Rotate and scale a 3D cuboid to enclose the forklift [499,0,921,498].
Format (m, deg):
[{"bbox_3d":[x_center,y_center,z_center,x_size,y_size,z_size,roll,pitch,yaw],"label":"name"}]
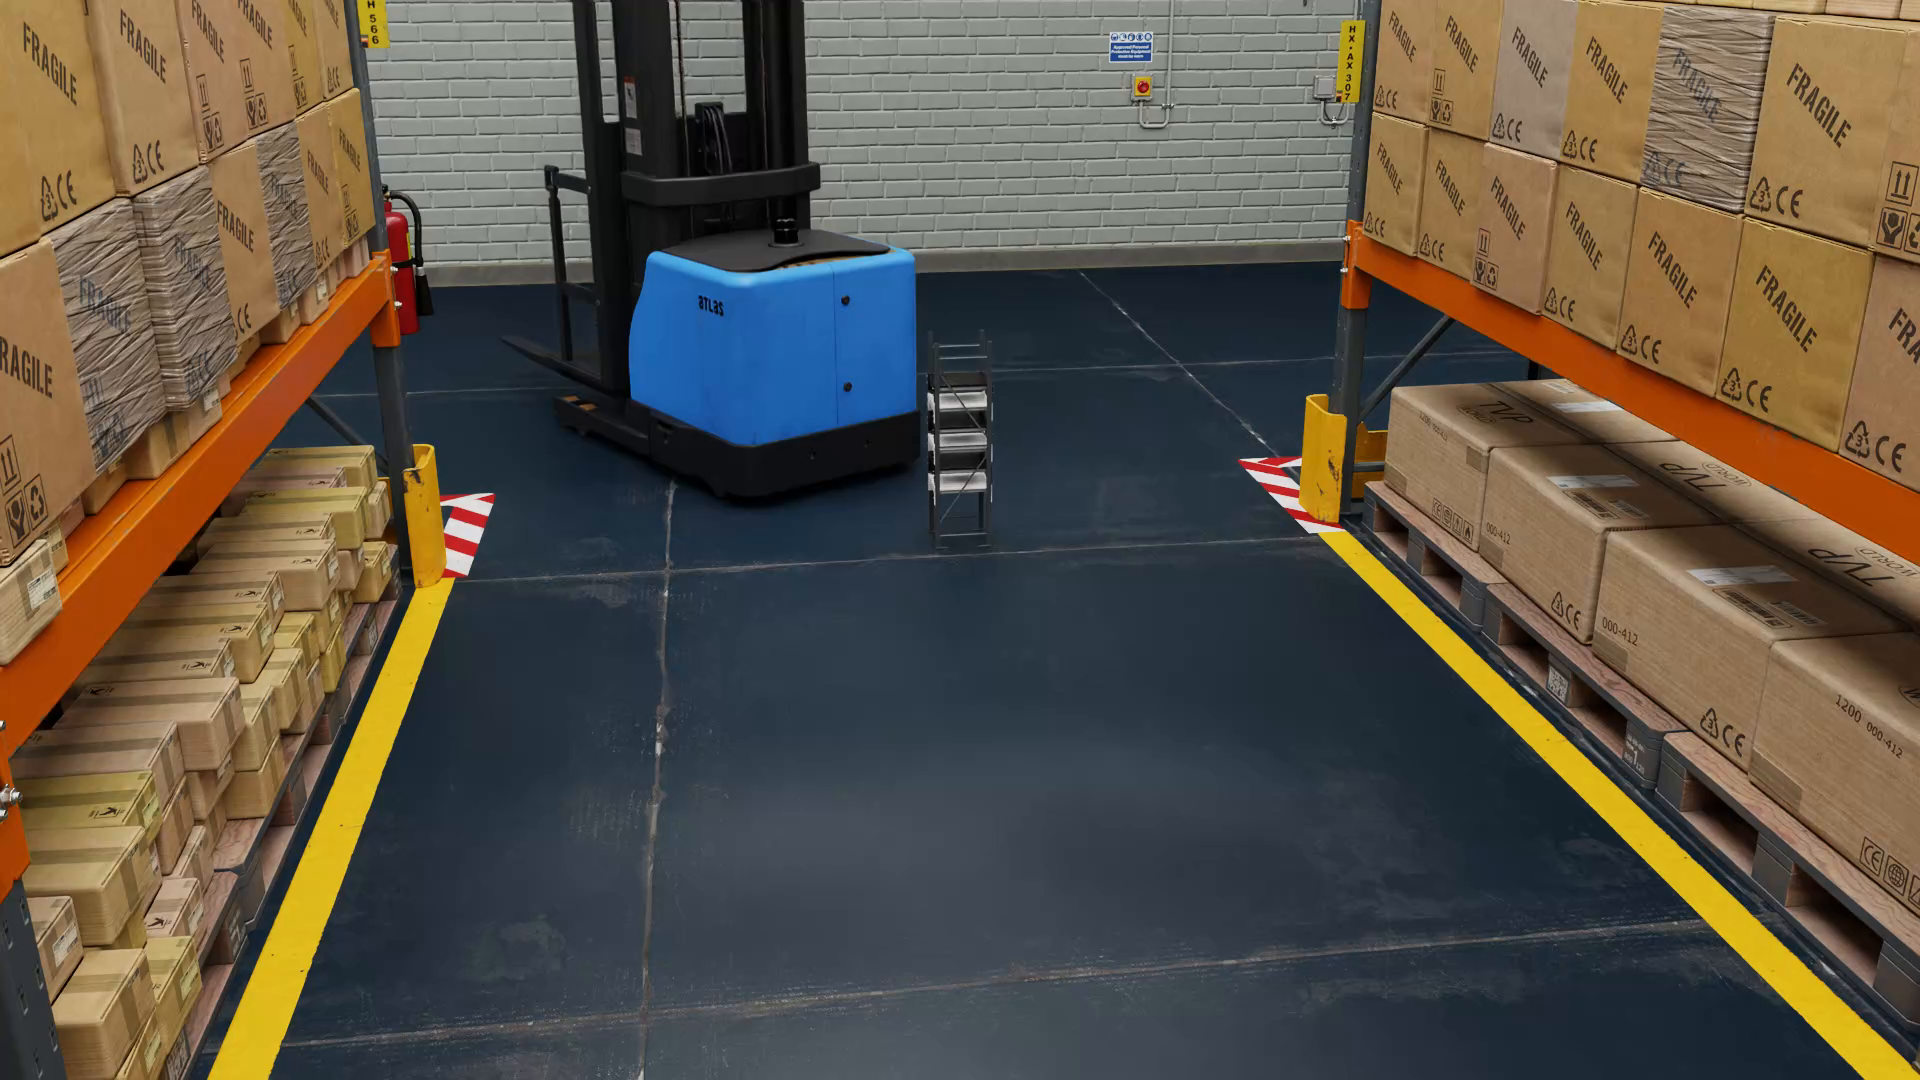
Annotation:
[{"bbox_3d":[-1.503,-2.013,8.418,1.130,2.935,3.031,-16,26,-36],"label":"forklift"}]

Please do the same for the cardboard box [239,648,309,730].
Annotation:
[{"bbox_3d":[-2.115,0.438,4.804,0.380,0.149,0.250,-3,21,-7],"label":"cardboard box"}]

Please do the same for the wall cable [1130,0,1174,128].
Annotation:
[{"bbox_3d":[1.324,-3.998,12.136,0.585,1.953,0.123,-3,21,-8],"label":"wall cable"}]

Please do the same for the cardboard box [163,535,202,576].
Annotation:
[{"bbox_3d":[-2.796,0.100,5.710,0.380,0.149,0.250,-3,21,-7],"label":"cardboard box"}]

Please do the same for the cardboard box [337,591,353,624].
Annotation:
[{"bbox_3d":[-2.351,0.219,5.818,0.380,0.149,0.250,-3,21,-8],"label":"cardboard box"}]

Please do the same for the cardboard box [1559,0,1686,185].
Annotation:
[{"bbox_3d":[2.184,-1.362,5.003,0.500,0.500,0.500,-3,21,-8],"label":"cardboard box"}]

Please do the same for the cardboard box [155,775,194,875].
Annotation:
[{"bbox_3d":[-2.115,0.712,4.072,0.380,0.149,0.250,-4,21,-11],"label":"cardboard box"}]

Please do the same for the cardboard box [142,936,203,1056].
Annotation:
[{"bbox_3d":[-1.920,1.018,3.678,0.380,0.149,0.250,-2,21,-6],"label":"cardboard box"}]

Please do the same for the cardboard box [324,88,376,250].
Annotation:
[{"bbox_3d":[-2.404,-1.315,5.882,0.500,0.500,0.500,-2,21,-7],"label":"cardboard box"}]

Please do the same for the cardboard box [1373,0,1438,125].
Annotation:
[{"bbox_3d":[1.948,-1.891,6.420,0.500,0.500,0.500,-3,21,-9],"label":"cardboard box"}]

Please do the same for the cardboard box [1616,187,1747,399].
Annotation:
[{"bbox_3d":[2.250,-0.717,4.706,0.500,0.500,0.500,-3,21,-9],"label":"cardboard box"}]

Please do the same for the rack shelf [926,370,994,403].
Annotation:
[{"bbox_3d":[-0.001,-0.646,6.983,0.258,0.077,0.200,-3,21,-8],"label":"rack shelf"}]

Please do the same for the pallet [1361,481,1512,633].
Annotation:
[{"bbox_3d":[2.353,0.023,6.853,1.003,0.211,1.213,-3,21,-8],"label":"pallet"}]

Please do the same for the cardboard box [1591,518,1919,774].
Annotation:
[{"bbox_3d":[2.623,0.300,5.189,0.875,0.438,0.875,-4,21,-9],"label":"cardboard box"}]

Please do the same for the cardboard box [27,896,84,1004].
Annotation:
[{"bbox_3d":[-1.992,0.844,3.294,0.380,0.149,0.250,-2,21,-6],"label":"cardboard box"}]

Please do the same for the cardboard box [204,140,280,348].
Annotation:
[{"bbox_3d":[-2.191,-0.788,4.471,0.500,0.500,0.500,-2,21,-5],"label":"cardboard box"}]

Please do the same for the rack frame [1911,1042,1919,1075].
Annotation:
[{"bbox_3d":[2.737,-0.171,3.387,1.000,3.000,0.127,-3,21,-8],"label":"rack frame"}]

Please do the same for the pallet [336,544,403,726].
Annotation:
[{"bbox_3d":[-2.631,0.344,5.993,1.003,0.211,1.213,-3,21,-8],"label":"pallet"}]

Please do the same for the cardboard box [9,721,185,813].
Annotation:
[{"bbox_3d":[-2.118,0.571,4.024,0.380,0.149,0.250,-3,21,-9],"label":"cardboard box"}]

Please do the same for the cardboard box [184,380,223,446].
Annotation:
[{"bbox_3d":[-2.102,-0.337,4.190,0.380,0.149,0.250,-2,21,-5],"label":"cardboard box"}]

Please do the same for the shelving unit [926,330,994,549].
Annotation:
[{"bbox_3d":[-0.001,-0.424,7.066,0.258,0.900,0.210,-3,21,-8],"label":"shelving unit"}]

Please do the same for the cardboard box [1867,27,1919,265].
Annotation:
[{"bbox_3d":[2.396,-0.836,3.595,0.500,0.500,0.500,-3,21,-8],"label":"cardboard box"}]

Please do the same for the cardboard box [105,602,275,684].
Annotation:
[{"bbox_3d":[-2.192,0.301,4.746,0.380,0.149,0.250,-3,21,-7],"label":"cardboard box"}]

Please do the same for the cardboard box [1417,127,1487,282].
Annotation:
[{"bbox_3d":[2.046,-1.249,6.129,0.500,0.500,0.500,-3,21,-9],"label":"cardboard box"}]

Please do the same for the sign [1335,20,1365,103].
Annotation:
[{"bbox_3d":[1.610,-1.973,6.861,0.100,0.325,0.005,-3,21,-8],"label":"sign"}]

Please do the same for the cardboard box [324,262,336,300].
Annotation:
[{"bbox_3d":[-2.347,-0.881,5.647,0.380,0.149,0.250,-3,21,-8],"label":"cardboard box"}]

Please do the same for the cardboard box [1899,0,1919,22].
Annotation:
[{"bbox_3d":[2.421,-1.264,3.815,0.380,0.149,0.250,-3,21,-8],"label":"cardboard box"}]

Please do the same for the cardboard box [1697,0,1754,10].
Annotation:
[{"bbox_3d":[2.256,-1.527,4.518,0.380,0.149,0.250,-3,21,-9],"label":"cardboard box"}]

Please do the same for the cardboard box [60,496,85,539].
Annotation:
[{"bbox_3d":[-2.065,-0.059,3.446,0.380,0.149,0.250,-4,21,-10],"label":"cardboard box"}]

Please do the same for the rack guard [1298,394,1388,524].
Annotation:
[{"bbox_3d":[2.157,-0.393,7.555,1.175,0.500,0.348,-3,21,-8],"label":"rack guard"}]

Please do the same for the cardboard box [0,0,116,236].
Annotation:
[{"bbox_3d":[-2.061,-0.888,3.310,0.500,0.500,0.500,-4,21,-9],"label":"cardboard box"}]

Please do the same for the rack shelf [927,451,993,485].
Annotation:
[{"bbox_3d":[-0.001,-0.309,7.109,0.258,0.077,0.200,-3,21,-8],"label":"rack shelf"}]

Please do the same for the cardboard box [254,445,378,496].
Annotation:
[{"bbox_3d":[-2.396,-0.241,6.198,0.380,0.149,0.250,-3,21,-7],"label":"cardboard box"}]

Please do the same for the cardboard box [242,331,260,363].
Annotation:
[{"bbox_3d":[-2.298,-0.605,4.907,0.380,0.149,0.250,-4,21,-10],"label":"cardboard box"}]

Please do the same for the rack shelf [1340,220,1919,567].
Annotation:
[{"bbox_3d":[2.449,-0.527,5.367,1.077,0.370,4.000,-3,21,-8],"label":"rack shelf"}]

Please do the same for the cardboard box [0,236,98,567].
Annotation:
[{"bbox_3d":[-1.969,-0.257,3.049,0.500,0.500,0.500,-3,21,-9],"label":"cardboard box"}]

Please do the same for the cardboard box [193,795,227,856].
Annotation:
[{"bbox_3d":[-2.167,0.758,4.375,0.380,0.149,0.250,-4,21,-10],"label":"cardboard box"}]

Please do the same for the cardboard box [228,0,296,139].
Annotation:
[{"bbox_3d":[-2.255,-1.425,4.748,0.500,0.500,0.500,-2,21,-5],"label":"cardboard box"}]

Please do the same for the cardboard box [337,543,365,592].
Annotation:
[{"bbox_3d":[-2.288,0.076,5.774,0.380,0.149,0.250,-4,21,-10],"label":"cardboard box"}]

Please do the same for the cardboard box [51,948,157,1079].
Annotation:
[{"bbox_3d":[-1.883,0.971,3.378,0.380,0.149,0.250,-2,21,-5],"label":"cardboard box"}]

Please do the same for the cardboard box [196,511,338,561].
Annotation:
[{"bbox_3d":[-2.279,0.025,5.486,0.380,0.149,0.250,-4,21,-10],"label":"cardboard box"}]

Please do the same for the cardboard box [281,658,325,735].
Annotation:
[{"bbox_3d":[-2.184,0.484,5.106,0.380,0.149,0.250,-3,21,-7],"label":"cardboard box"}]
